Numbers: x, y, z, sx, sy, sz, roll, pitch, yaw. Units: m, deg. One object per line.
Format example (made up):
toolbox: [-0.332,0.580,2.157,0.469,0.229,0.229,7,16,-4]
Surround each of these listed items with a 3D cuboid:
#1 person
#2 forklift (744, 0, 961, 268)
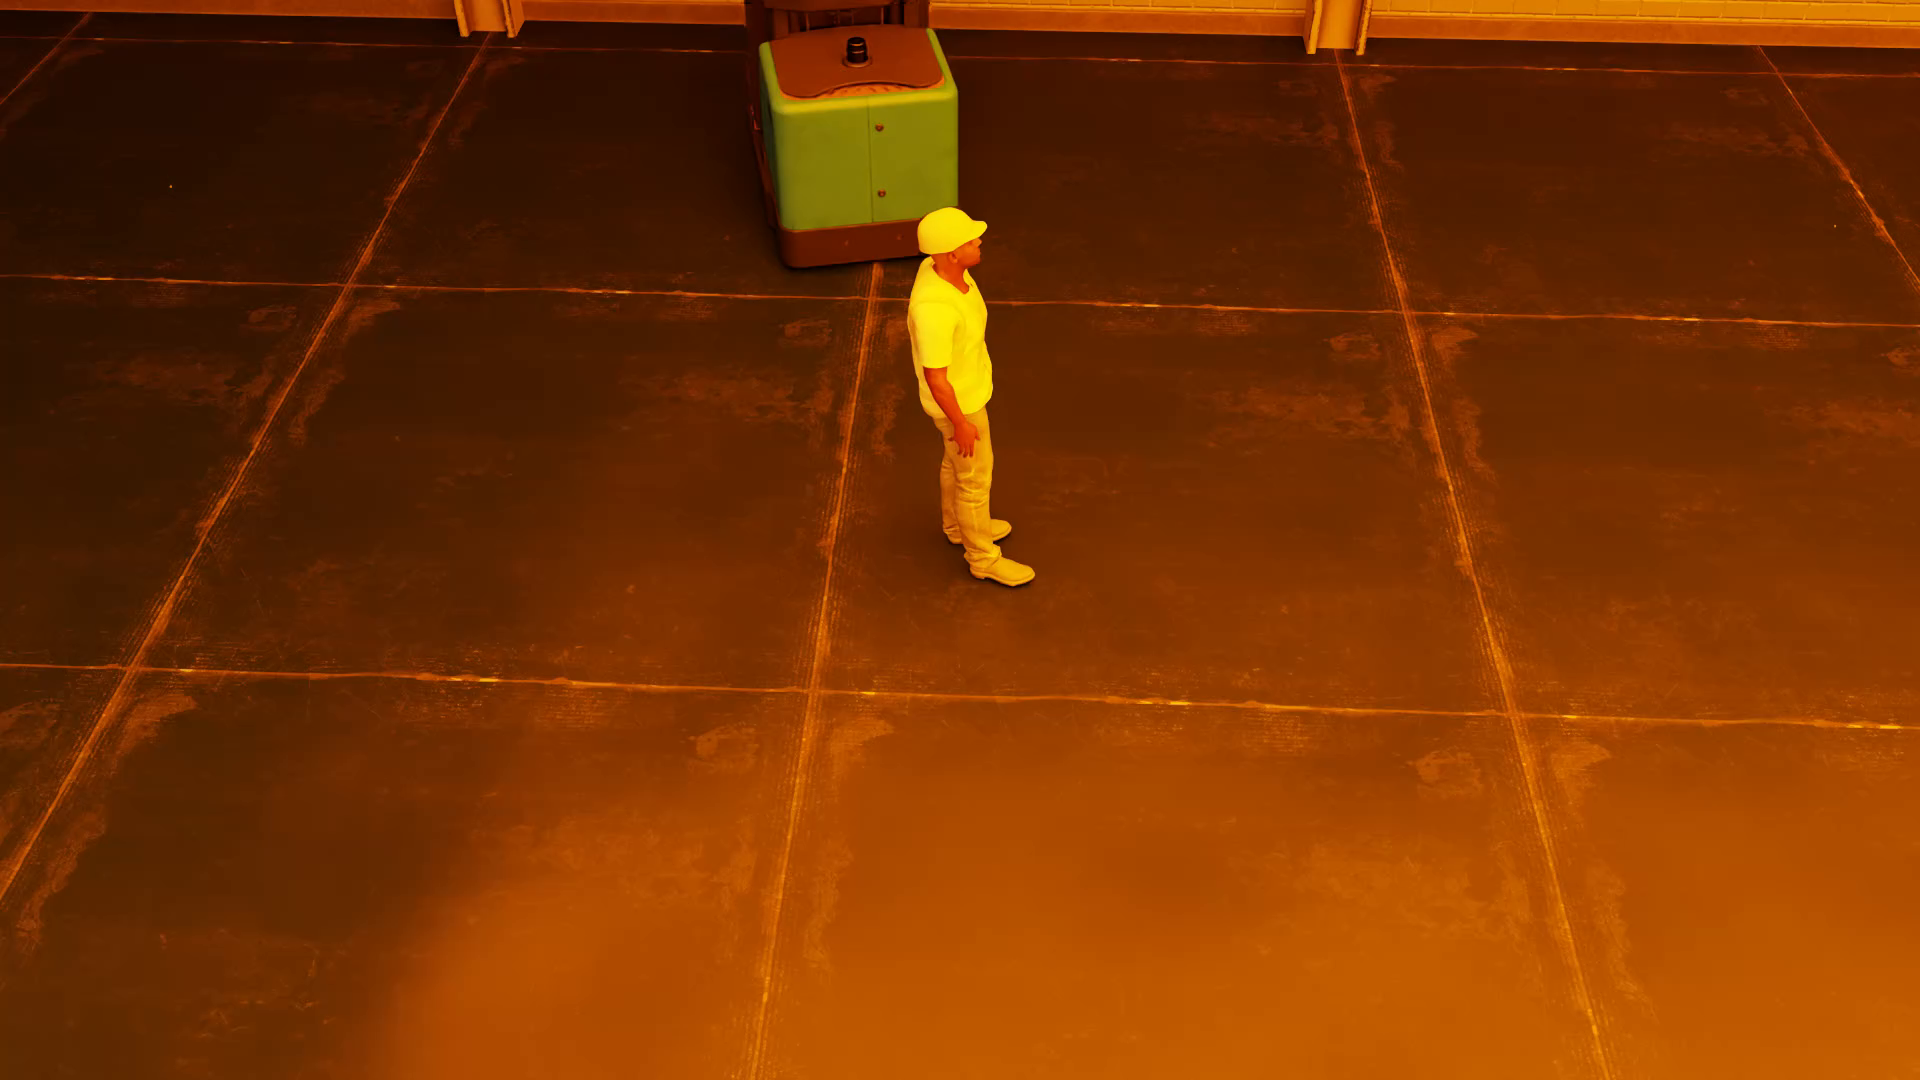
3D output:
person: [0.070,-0.652,7.310,0.575,1.768,0.666,2,42,2]
forklift: [-0.775,-3.643,9.733,1.130,2.935,3.031,-7,43,-8]
